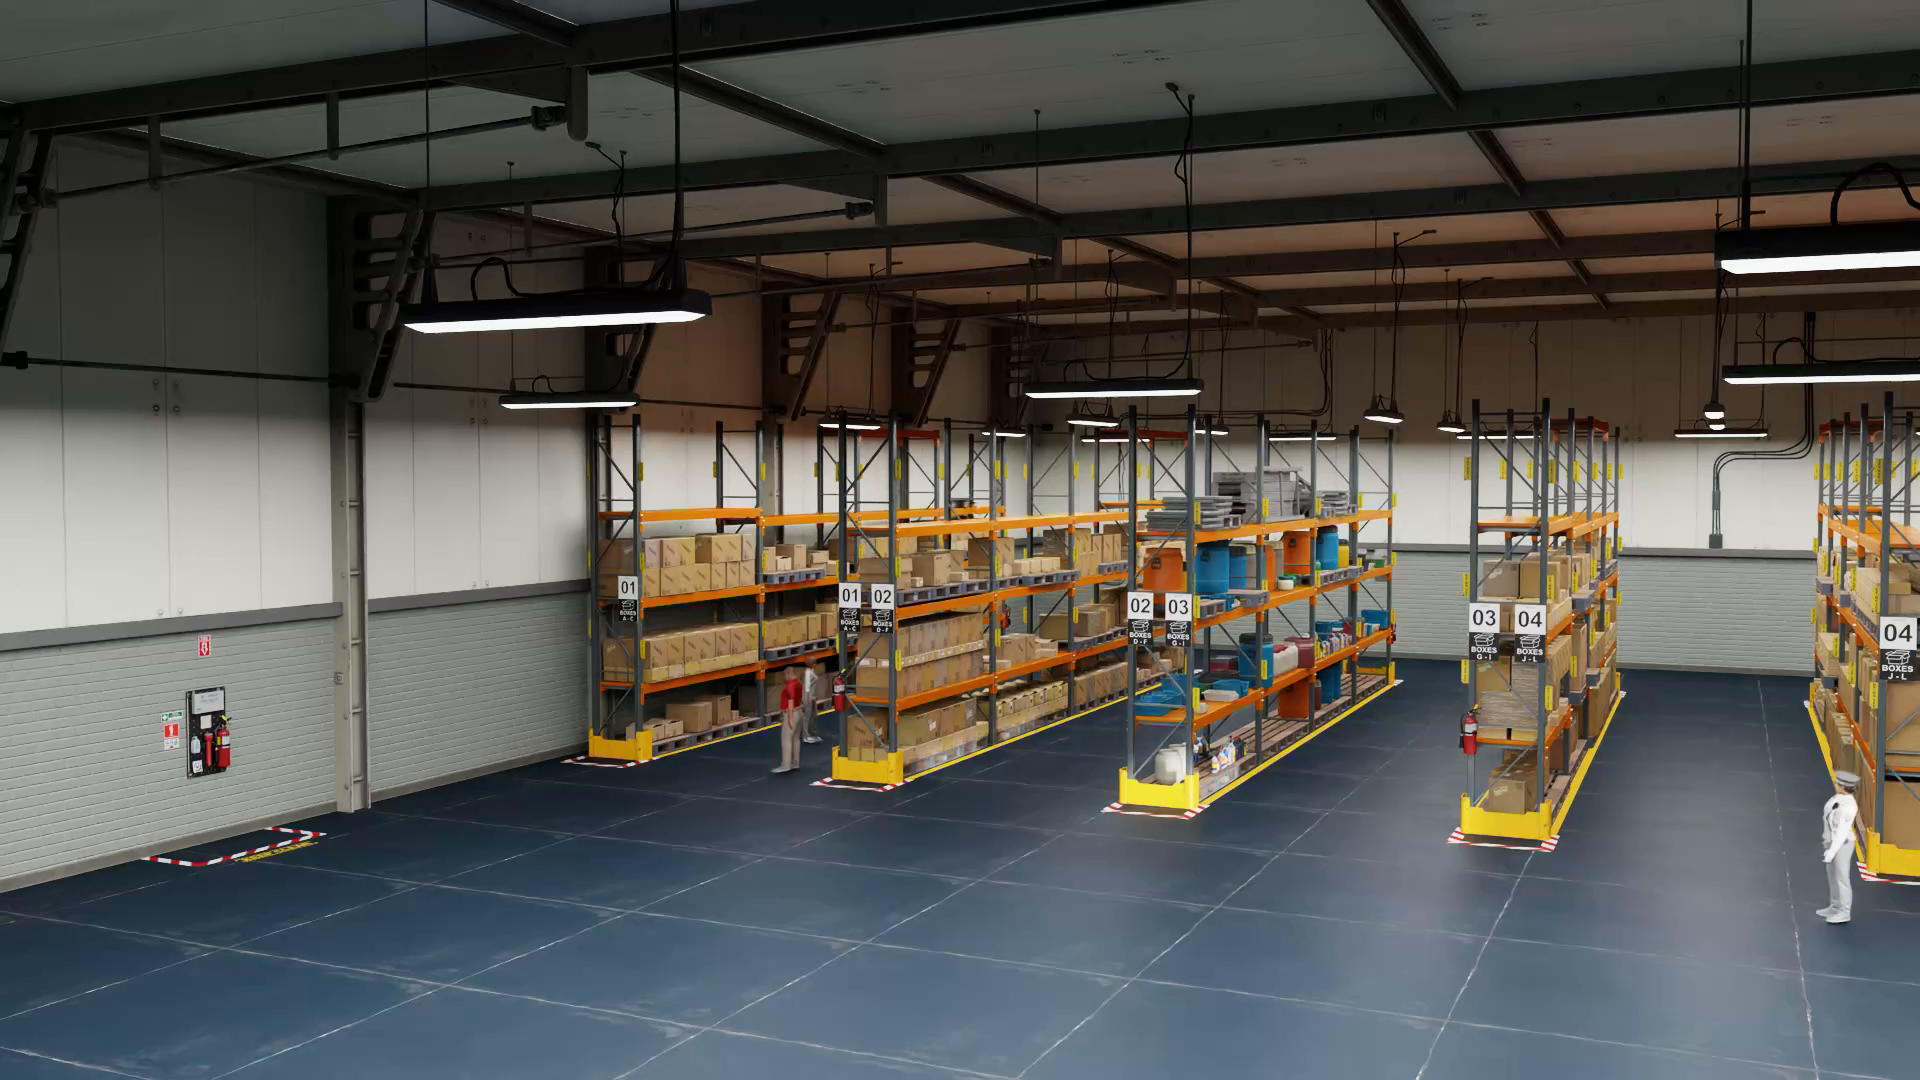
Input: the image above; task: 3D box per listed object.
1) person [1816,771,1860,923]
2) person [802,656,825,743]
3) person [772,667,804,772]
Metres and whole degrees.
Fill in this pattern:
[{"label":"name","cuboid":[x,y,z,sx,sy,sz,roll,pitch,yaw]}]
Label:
[{"label":"person","cuboid":[9.749,3.402,18.530,0.387,1.689,0.575,0,2,6]},{"label":"person","cuboid":[-2.744,2.958,30.771,0.392,1.637,0.480,0,2,9]},{"label":"person","cuboid":[-2.863,2.992,27.825,0.427,1.724,0.631,1,2,14]}]
